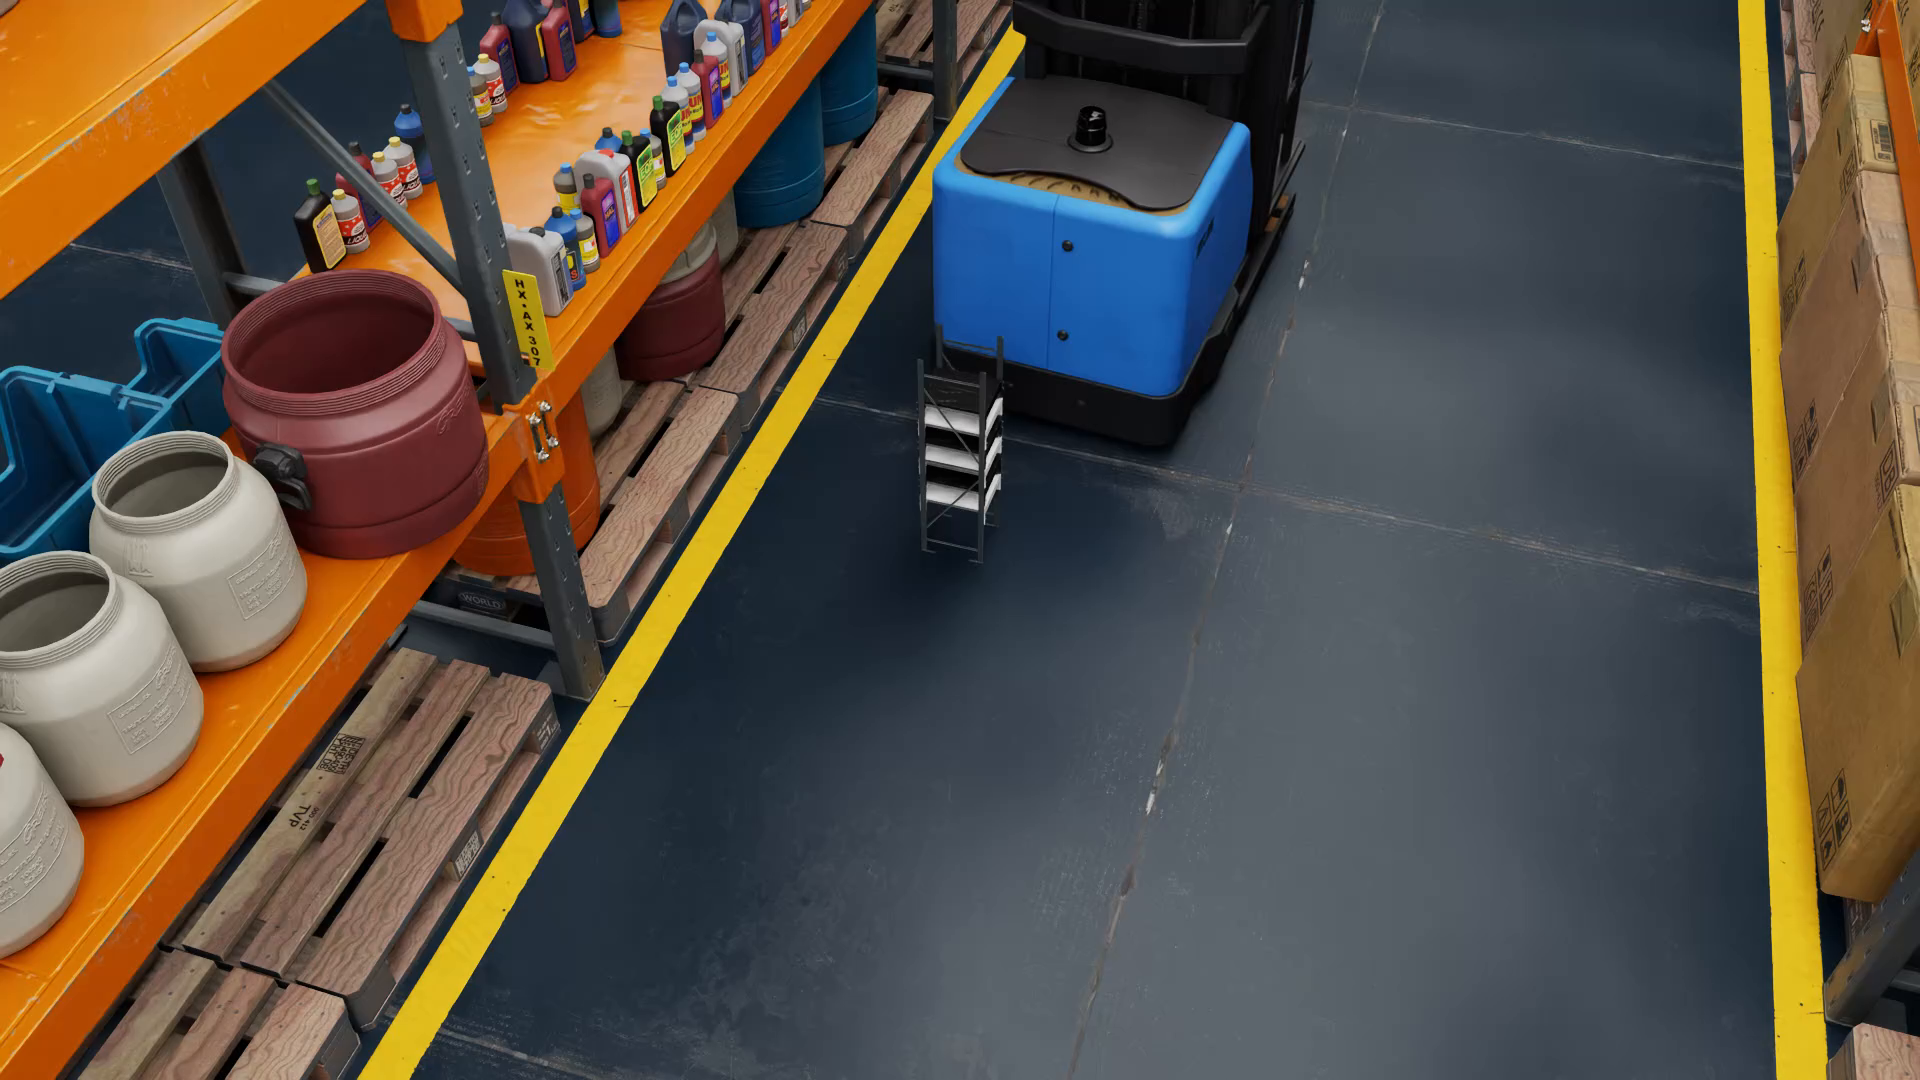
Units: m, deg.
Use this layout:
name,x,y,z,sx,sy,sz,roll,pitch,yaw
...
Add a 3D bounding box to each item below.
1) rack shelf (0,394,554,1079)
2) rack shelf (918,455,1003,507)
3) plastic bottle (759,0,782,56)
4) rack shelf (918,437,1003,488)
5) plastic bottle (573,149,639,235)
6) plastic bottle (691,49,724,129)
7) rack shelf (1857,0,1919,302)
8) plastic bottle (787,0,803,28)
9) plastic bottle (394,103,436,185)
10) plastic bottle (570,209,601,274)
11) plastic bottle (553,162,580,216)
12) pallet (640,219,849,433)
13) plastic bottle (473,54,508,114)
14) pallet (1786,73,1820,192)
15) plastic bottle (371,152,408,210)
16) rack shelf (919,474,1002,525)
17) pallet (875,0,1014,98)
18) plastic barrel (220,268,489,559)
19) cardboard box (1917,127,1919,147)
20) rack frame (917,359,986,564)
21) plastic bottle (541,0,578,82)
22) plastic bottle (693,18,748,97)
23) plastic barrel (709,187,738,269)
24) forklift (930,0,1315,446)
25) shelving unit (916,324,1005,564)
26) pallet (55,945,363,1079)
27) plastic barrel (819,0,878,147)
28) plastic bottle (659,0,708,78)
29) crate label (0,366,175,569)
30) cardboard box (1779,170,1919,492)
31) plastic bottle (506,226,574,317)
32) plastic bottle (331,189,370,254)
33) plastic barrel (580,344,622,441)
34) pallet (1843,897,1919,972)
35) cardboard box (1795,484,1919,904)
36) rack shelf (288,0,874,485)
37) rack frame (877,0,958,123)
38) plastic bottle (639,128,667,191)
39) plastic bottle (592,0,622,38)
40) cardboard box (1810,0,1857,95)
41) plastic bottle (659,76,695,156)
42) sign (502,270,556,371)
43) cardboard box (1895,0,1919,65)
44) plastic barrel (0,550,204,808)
name,x,y,z,sx,sy,sz,roll,pitch,yaw
rack shelf,-2.325,0.932,3.667,1.077,0.370,4.000,13,46,13
rack shelf,0.002,-0.239,6.027,0.258,0.077,0.200,13,46,12
plastic bottle,-0.720,-1.964,6.196,0.061,0.283,0.133,13,46,13
rack shelf,0.002,-0.303,5.964,0.258,0.077,0.200,13,46,12
plastic bottle,-1.140,-1.142,5.361,0.152,0.276,0.135,13,46,13
plastic bottle,-0.887,-1.597,5.821,0.061,0.283,0.133,13,46,13
rack shelf,3.606,-0.685,5.320,1.077,0.370,4.000,13,46,13
plastic bottle,-0.694,-2.125,6.366,0.152,0.276,0.135,13,46,13
plastic bottle,-1.823,-1.329,5.556,0.097,0.271,0.097,0,44,0
plastic bottle,-1.190,-0.944,5.212,0.097,0.201,0.097,0,44,0
plastic bottle,-1.265,-1.130,5.402,0.097,0.201,0.097,0,44,0
pallet,-1.149,-1.007,7.128,1.003,0.211,1.213,13,46,13
plastic bottle,-1.675,-1.628,5.912,0.097,0.201,0.097,0,44,0
pallet,4.517,-1.769,7.907,1.003,0.211,1.213,13,46,13
plastic bottle,-1.881,-1.174,5.447,0.097,0.201,0.097,0,44,0
rack shelf,0.002,-0.175,6.090,0.258,0.077,0.200,13,46,12
pallet,-0.323,-2.826,8.987,1.003,0.211,1.213,13,46,13
plastic barrel,-1.571,-0.334,4.349,0.600,0.536,0.708,13,46,13
cardboard box,3.531,-1.389,5.453,0.500,0.500,0.500,12,46,12
rack frame,-0.028,-0.259,5.872,0.240,0.900,0.006,13,46,12
plastic bottle,-1.464,-1.831,6.060,0.061,0.283,0.133,13,46,13
plastic bottle,-0.861,-1.758,5.991,0.152,0.276,0.135,13,46,13
plastic barrel,-1.160,-1.397,7.012,0.421,0.512,0.421,0,44,0
forklift,0.906,-2.460,6.669,1.130,2.935,3.031,16,47,16
shelving unit,0.002,-0.327,5.941,0.258,0.900,0.210,13,46,12
pallet,-2.362,1.657,4.406,1.003,0.211,1.213,13,46,13
plastic barrel,-0.689,-2.366,7.723,0.600,0.901,0.708,13,46,13
plastic bottle,-0.994,-1.833,6.014,0.144,0.351,0.185,13,46,13
crate label,-2.278,-0.066,4.148,0.502,0.435,0.616,13,46,13
cardboard box,3.768,-0.640,5.978,1.225,0.875,0.875,11,45,11
plastic bottle,-1.281,-0.834,5.046,0.152,0.276,0.135,13,46,13
plastic bottle,-1.951,-1.020,5.290,0.097,0.201,0.097,0,44,0
plastic barrel,-1.502,-0.644,6.242,0.421,0.512,0.421,0,44,0
pallet,3.311,0.878,5.202,1.003,0.211,1.213,13,46,13
cardboard box,3.230,0.544,4.768,1.225,0.875,0.875,11,45,11
rack shelf,-1.114,-1.734,6.392,1.077,0.370,4.000,13,46,13
rack frame,-0.508,-3.325,7.503,1.000,3.000,0.127,13,46,13
plastic bottle,-1.039,-1.276,5.552,0.097,0.201,0.097,0,44,0
plastic bottle,-1.345,-2.047,6.289,0.097,0.271,0.097,0,44,0
cardboard box,4.761,-2.689,8.072,0.875,0.875,0.875,13,46,13
plastic bottle,-0.969,-1.455,5.684,0.097,0.271,0.097,0,44,0
sign,-1.193,-0.605,4.607,0.100,0.325,0.005,13,46,13
cardboard box,3.835,-2.058,6.137,0.500,0.500,0.500,13,46,13
plastic barrel,-1.955,0.313,3.705,0.421,0.512,0.421,0,44,0
